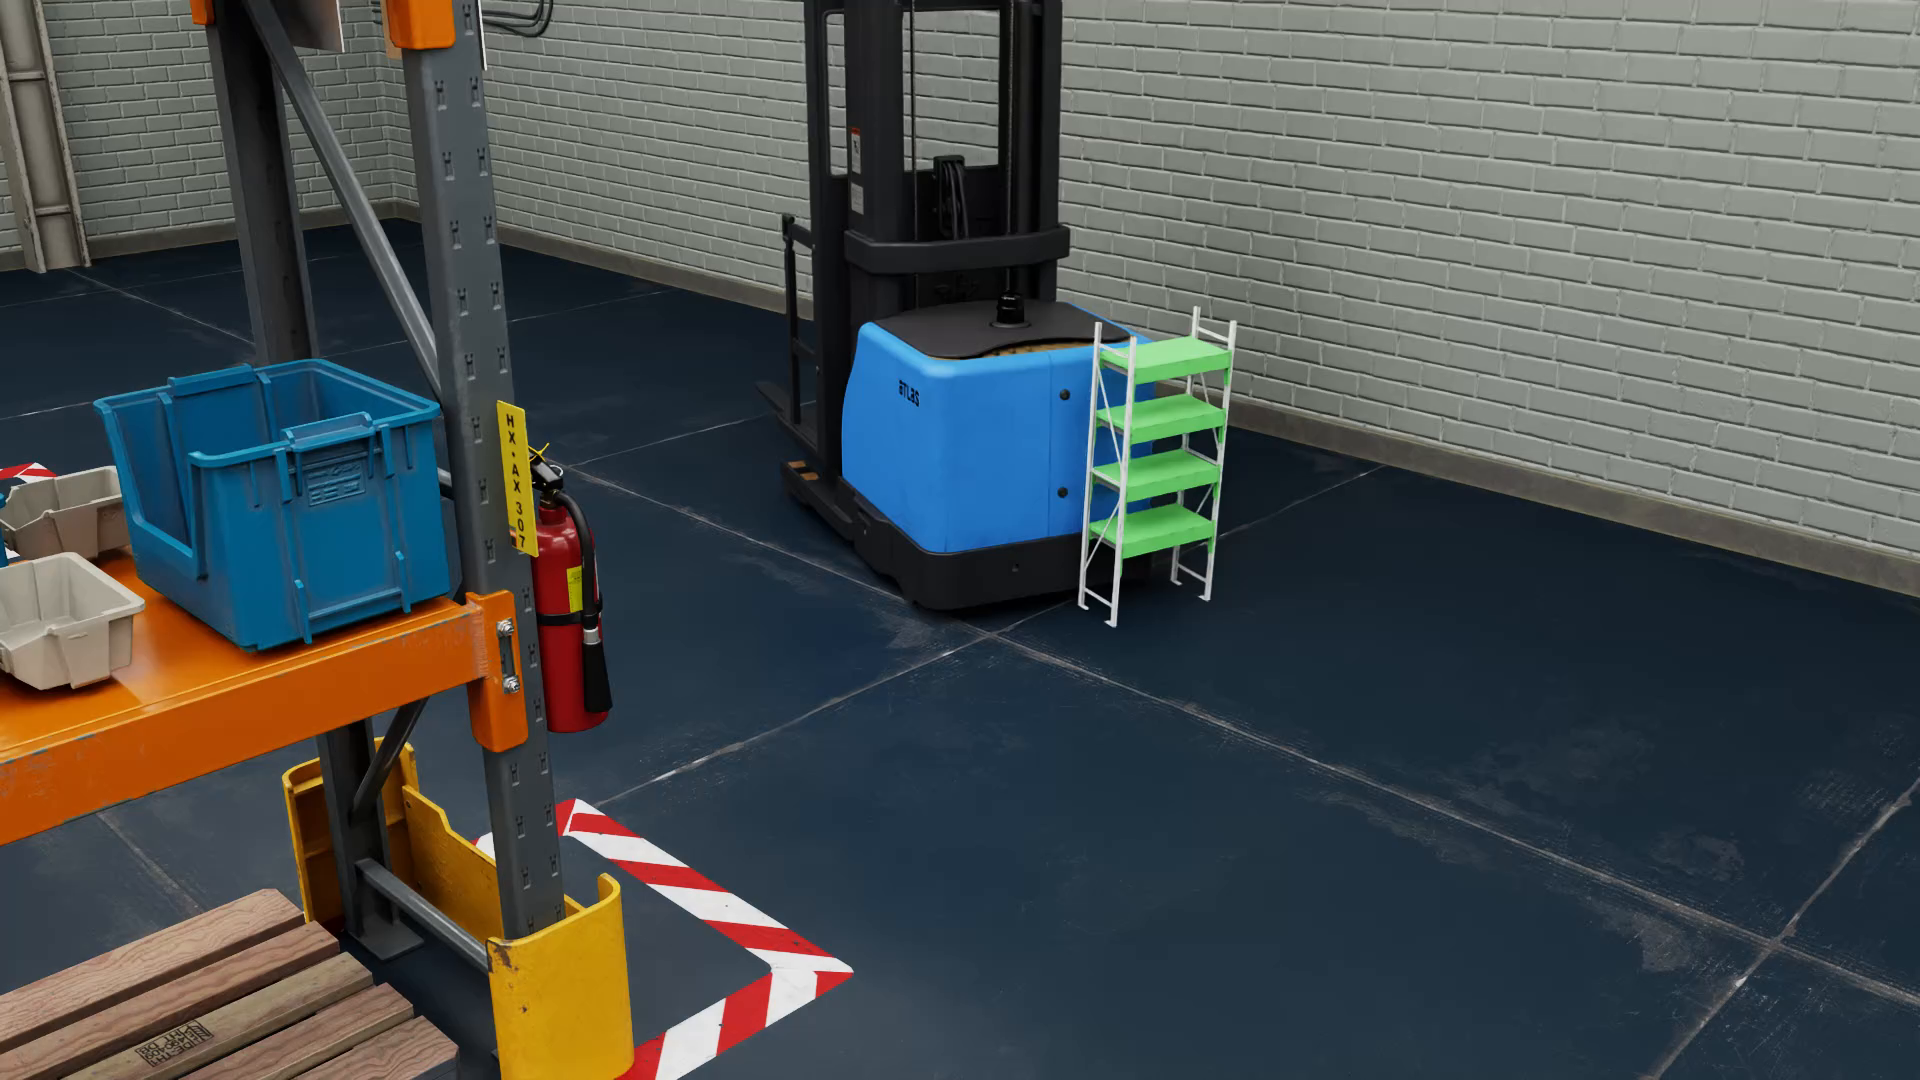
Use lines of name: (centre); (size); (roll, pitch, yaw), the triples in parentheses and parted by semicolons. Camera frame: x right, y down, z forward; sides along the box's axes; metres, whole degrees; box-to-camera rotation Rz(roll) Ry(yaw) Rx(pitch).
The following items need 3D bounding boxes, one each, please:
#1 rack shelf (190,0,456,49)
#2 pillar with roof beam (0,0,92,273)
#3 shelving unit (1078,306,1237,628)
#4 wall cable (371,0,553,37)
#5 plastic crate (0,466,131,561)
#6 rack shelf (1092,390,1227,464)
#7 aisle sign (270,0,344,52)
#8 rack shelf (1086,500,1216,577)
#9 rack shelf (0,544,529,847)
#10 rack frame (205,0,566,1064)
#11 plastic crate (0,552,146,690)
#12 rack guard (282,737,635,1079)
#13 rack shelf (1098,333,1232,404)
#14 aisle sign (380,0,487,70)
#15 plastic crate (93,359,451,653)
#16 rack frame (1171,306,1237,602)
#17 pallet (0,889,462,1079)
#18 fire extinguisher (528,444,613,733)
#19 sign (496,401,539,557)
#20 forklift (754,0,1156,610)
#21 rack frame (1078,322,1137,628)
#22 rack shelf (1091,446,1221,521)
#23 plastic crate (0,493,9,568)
rack shelf: (-2.731, -0.735, 2.127); (1.077, 0.370, 4.000); (19, 28, 41)
pillar with roof beam: (-4.086, -5.297, 8.814); (9.100, 9.000, 0.400); (19, 28, 41)
shelving unit: (0.778, -0.289, 6.635); (0.503, 1.200, 0.258); (-13, 27, -30)
wall cable: (-4.232, -5.379, 13.355); (3.097, 2.526, 0.112); (19, 28, 41)
plastic crate: (-2.027, -0.047, 3.799); (0.250, 0.136, 0.298); (19, 28, 41)
rack shelf: (0.783, -0.450, 6.565); (0.480, 0.148, 0.258); (-13, 27, -30)
aisle sign: (-1.498, -1.491, 3.649); (0.394, 0.787, 0.004); (19, 28, 41)
rack shelf: (0.770, -0.010, 6.756); (0.480, 0.148, 0.258); (-13, 27, -30)
rack shelf: (-2.731, 0.665, 2.665); (1.077, 0.370, 4.000); (19, 28, 41)
rack frame: (-1.336, -0.184, 3.874); (1.000, 3.000, 0.127); (19, 28, 41)
plastic crate: (-1.775, 0.166, 3.247); (0.396, 0.136, 0.243); (19, 28, 41)
rack guard: (-1.328, 0.973, 4.347); (1.175, 0.500, 0.348); (19, 28, 41)
rack shelf: (0.790, -0.670, 6.469); (0.480, 0.148, 0.258); (-13, 27, -30)
aisle sign: (-1.075, -1.343, 3.265); (0.394, 0.787, 0.004); (19, 28, 41)
plastic crate: (-1.435, -0.096, 3.511); (0.616, 0.435, 0.499); (19, 28, 41)
rack frame: (0.984, -0.336, 6.757); (0.015, 1.200, 0.240); (-13, 27, -30)
pallet: (-1.939, 1.319, 3.848); (1.003, 0.211, 1.213); (19, 28, 41)
fire extinguisher: (-0.905, 0.101, 3.759); (0.296, 0.674, 0.183); (19, 28, 41)
sign: (-0.930, -0.127, 3.497); (0.100, 0.325, 0.005); (19, 28, 41)
forklift: (-0.234, -1.581, 7.604); (1.130, 2.935, 3.031); (-9, 23, -22)
rack frame: (0.573, -0.241, 6.513); (0.015, 1.200, 0.240); (-13, 27, -30)
rack shelf: (0.777, -0.230, 6.660); (0.480, 0.148, 0.258); (-13, 27, -30)
plastic crate: (-2.203, 0.016, 3.502); (0.416, 0.233, 0.300); (19, 28, 41)
